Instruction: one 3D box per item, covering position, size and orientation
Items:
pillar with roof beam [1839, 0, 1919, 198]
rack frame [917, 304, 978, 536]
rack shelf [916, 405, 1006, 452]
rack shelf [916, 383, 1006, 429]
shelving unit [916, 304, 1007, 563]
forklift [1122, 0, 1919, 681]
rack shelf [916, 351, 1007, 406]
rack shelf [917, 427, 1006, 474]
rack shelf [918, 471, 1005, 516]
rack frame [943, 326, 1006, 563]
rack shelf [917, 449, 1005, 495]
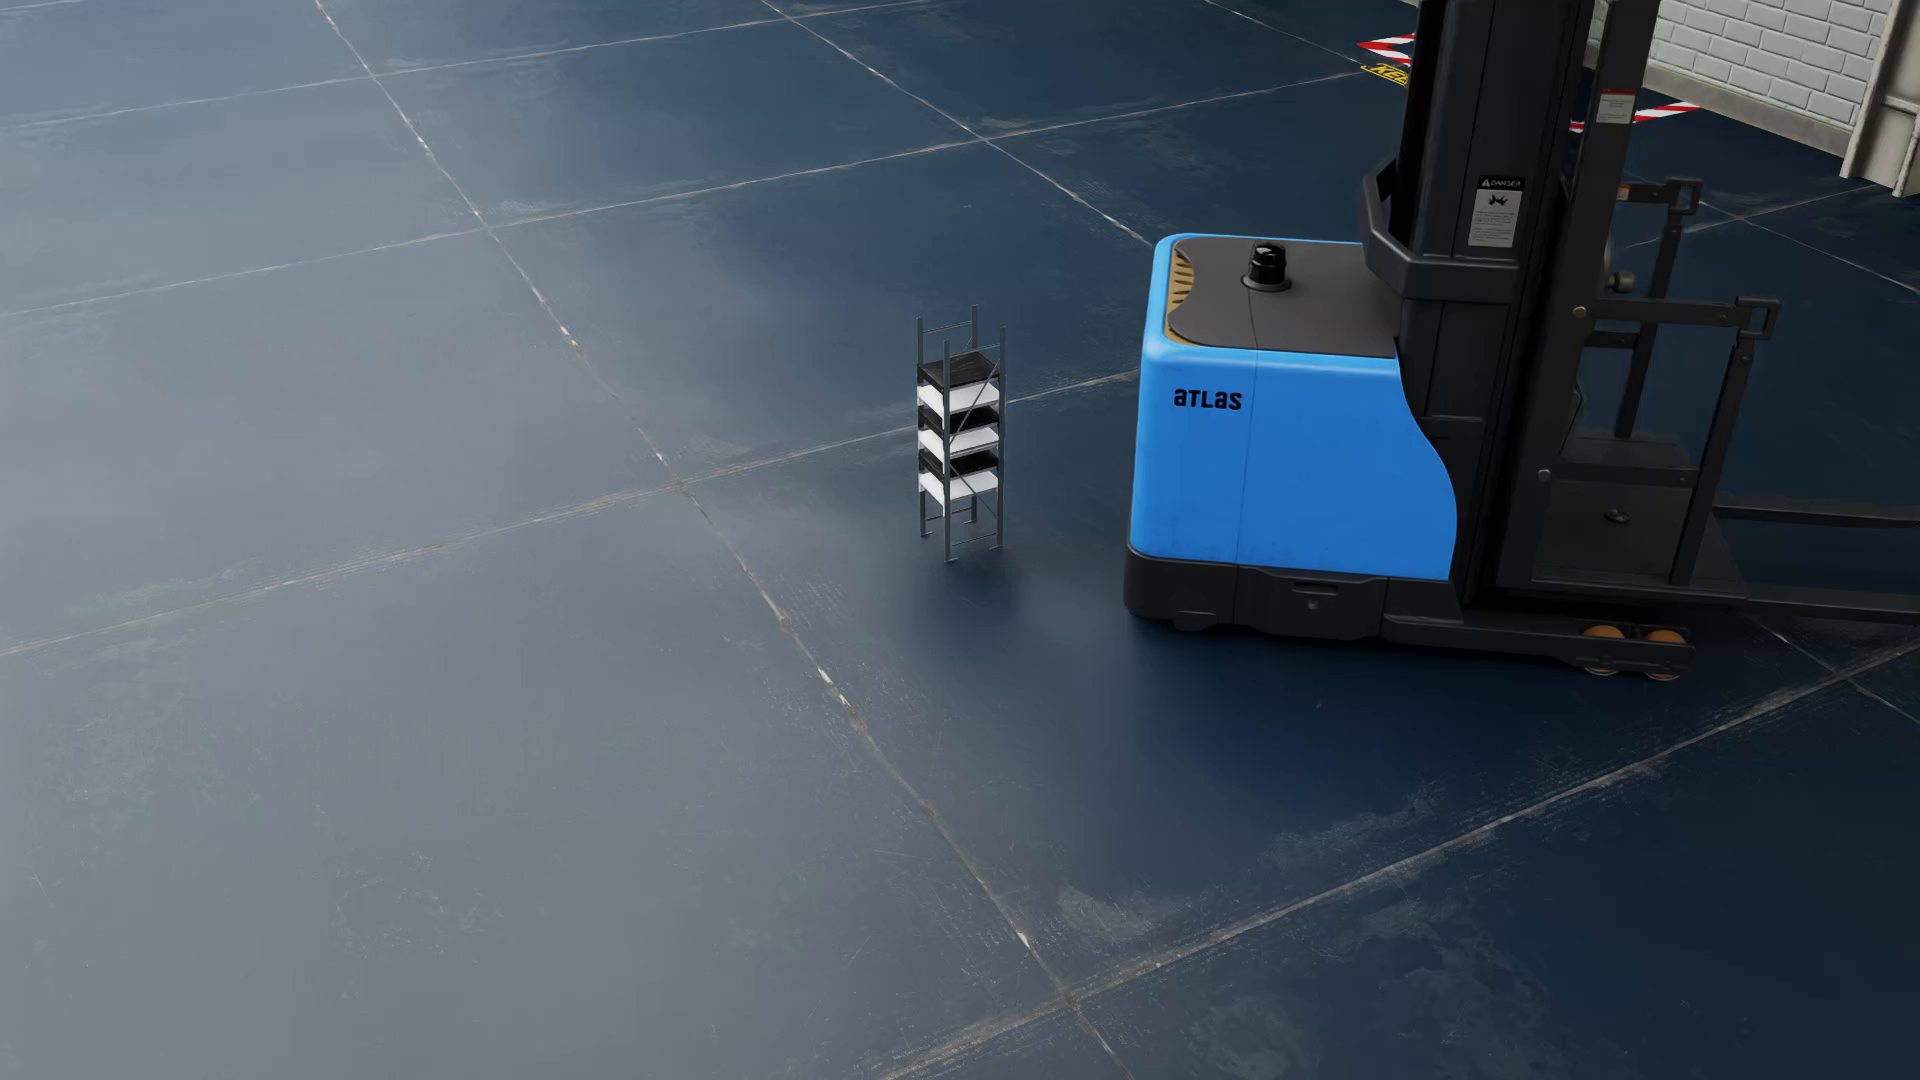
[{"bbox_3d":[1.441,-4.734,5.298,9.100,9.000,0.400,-16,36,-23],"label":"pillar with roof beam"},{"bbox_3d":[-0.044,-0.424,6.077,0.240,0.900,0.006,-16,36,-23],"label":"rack frame"},{"bbox_3d":[0.004,-0.423,5.971,0.258,0.077,0.200,-16,36,-23],"label":"rack shelf"},{"bbox_3d":[0.004,-0.499,5.922,0.258,0.077,0.200,-16,36,-23],"label":"rack shelf"},{"bbox_3d":[0.004,-0.375,6.001,0.258,0.900,0.210,-16,36,-23],"label":"shelving unit"},{"bbox_3d":[2.127,-1.075,5.211,3.031,2.935,1.130,5,33,7],"label":"forklift"},{"bbox_3d":[0.004,-0.574,5.874,0.258,0.077,0.200,-16,36,-23],"label":"rack shelf"},{"bbox_3d":[0.004,-0.347,6.019,0.258,0.077,0.200,-16,36,-23],"label":"rack shelf"},{"bbox_3d":[0.004,-0.195,6.116,0.258,0.077,0.200,-16,36,-23],"label":"rack shelf"},{"bbox_3d":[0.051,-0.327,5.925,0.240,0.900,0.006,-16,36,-23],"label":"rack frame"},{"bbox_3d":[0.004,-0.271,6.068,0.258,0.077,0.200,-16,36,-23],"label":"rack shelf"}]
